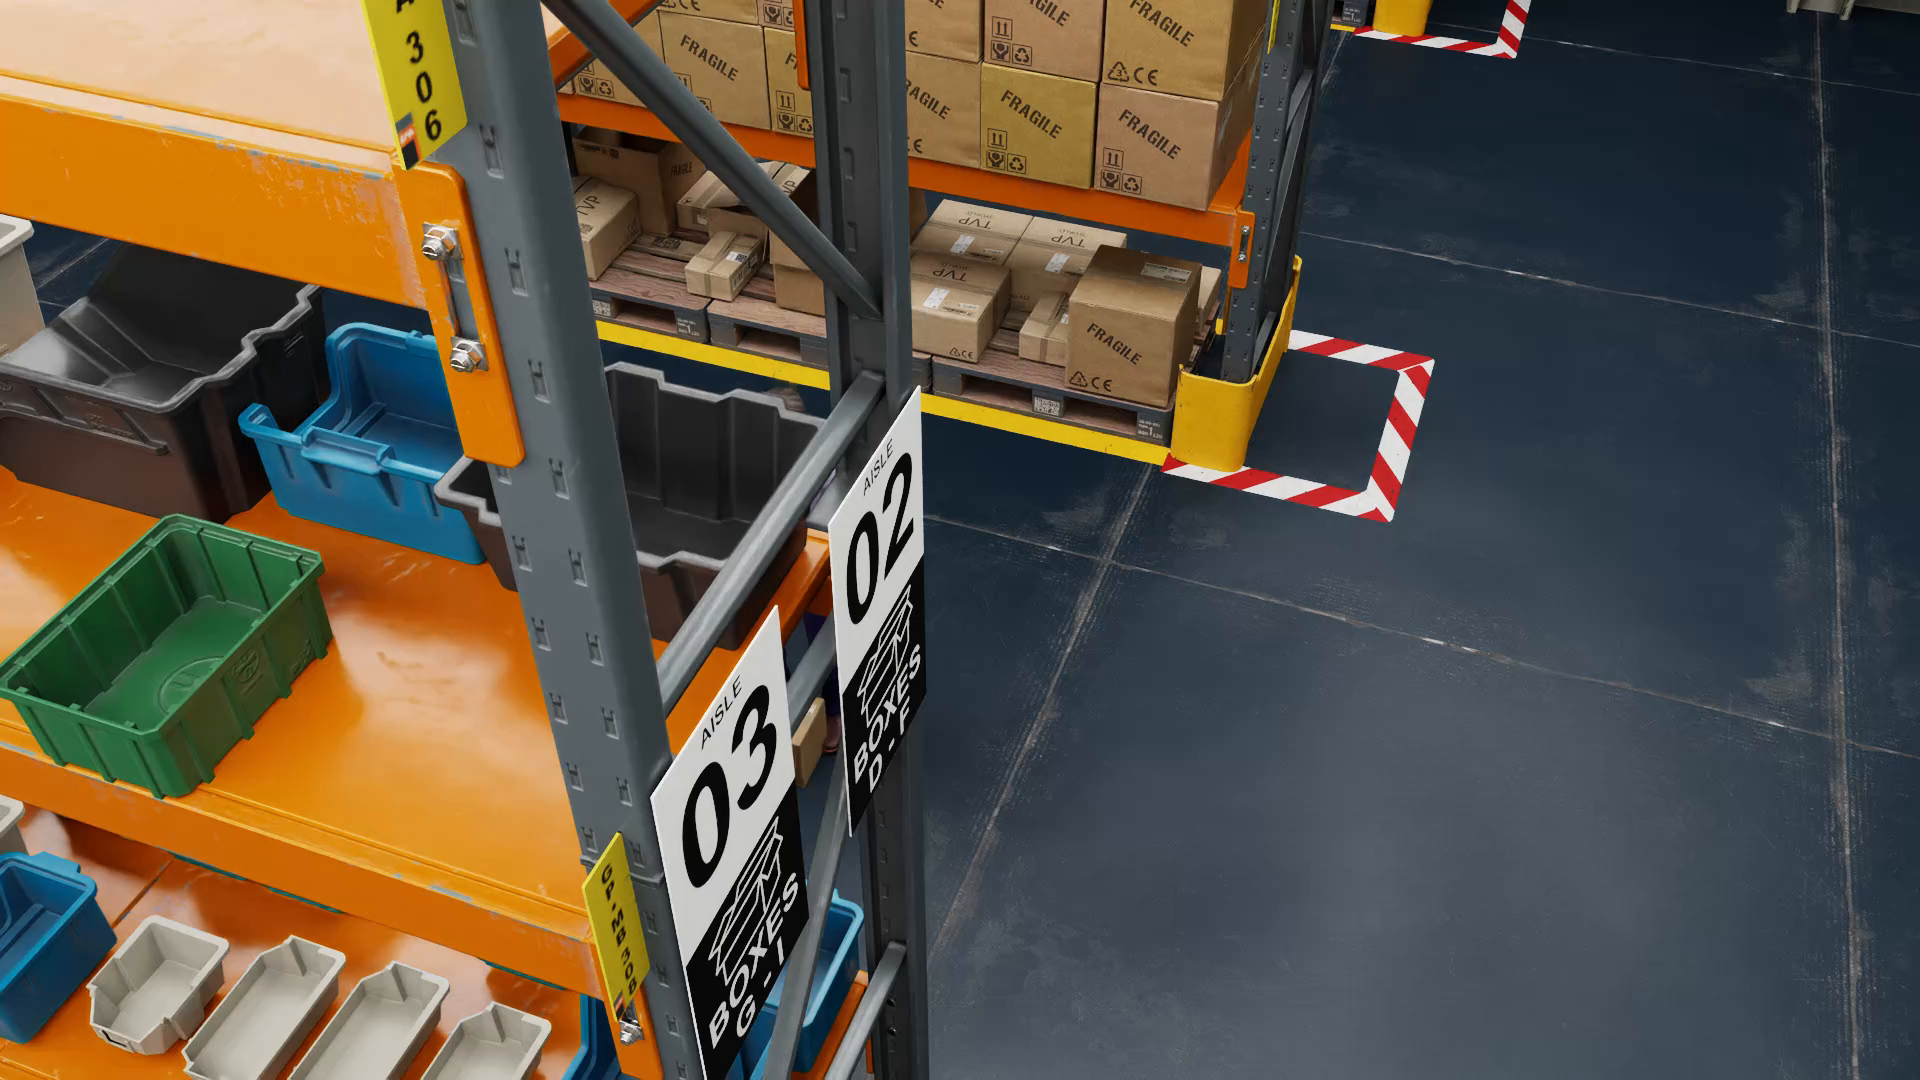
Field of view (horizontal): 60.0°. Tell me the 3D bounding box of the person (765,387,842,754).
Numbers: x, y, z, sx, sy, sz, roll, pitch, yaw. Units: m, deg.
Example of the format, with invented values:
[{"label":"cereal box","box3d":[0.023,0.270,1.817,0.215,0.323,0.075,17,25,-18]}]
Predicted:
[{"label":"person","box3d":[-0.608,0.077,6.079,0.546,1.650,0.368,12,43,13]}]
